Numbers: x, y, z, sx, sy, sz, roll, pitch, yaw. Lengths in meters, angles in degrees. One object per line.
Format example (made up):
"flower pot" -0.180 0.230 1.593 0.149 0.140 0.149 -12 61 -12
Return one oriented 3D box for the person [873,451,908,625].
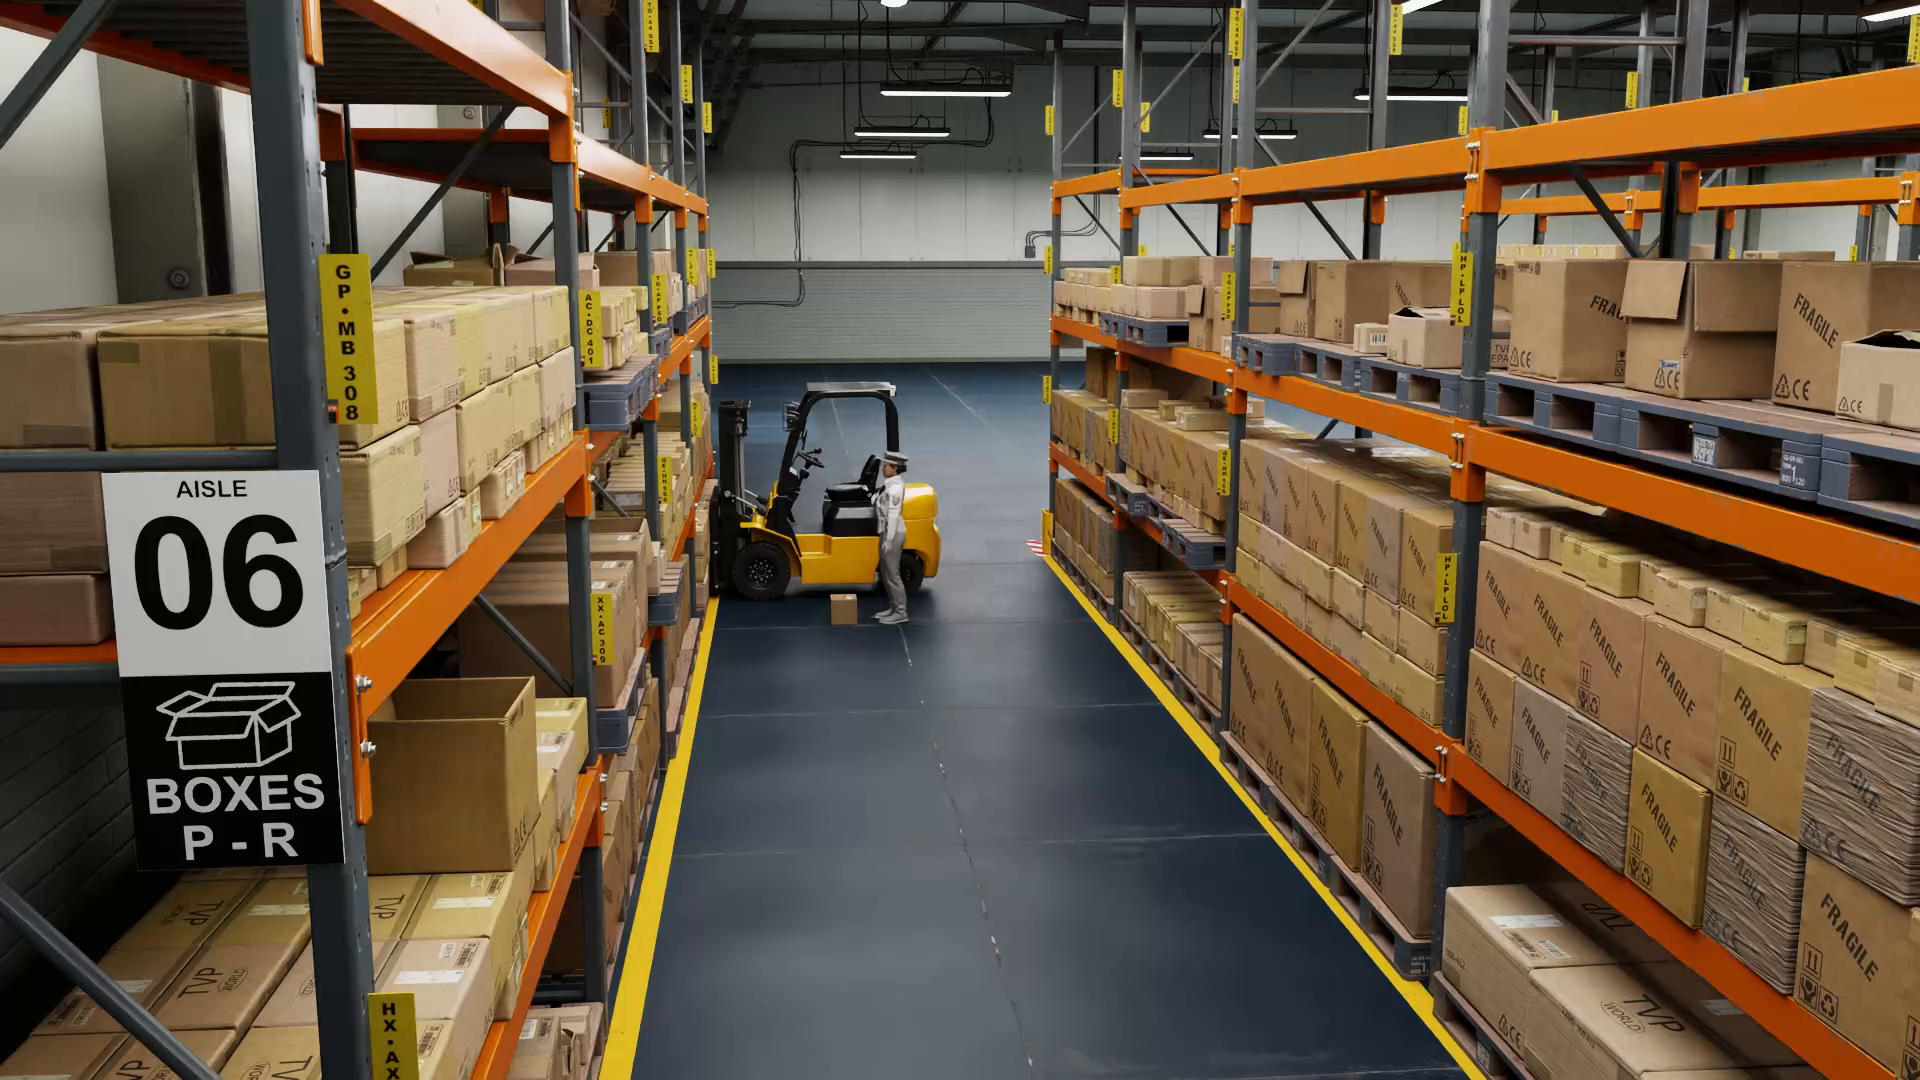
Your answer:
"person" -0.667 -0.031 16.049 0.341 1.679 0.465 -1 10 -5
